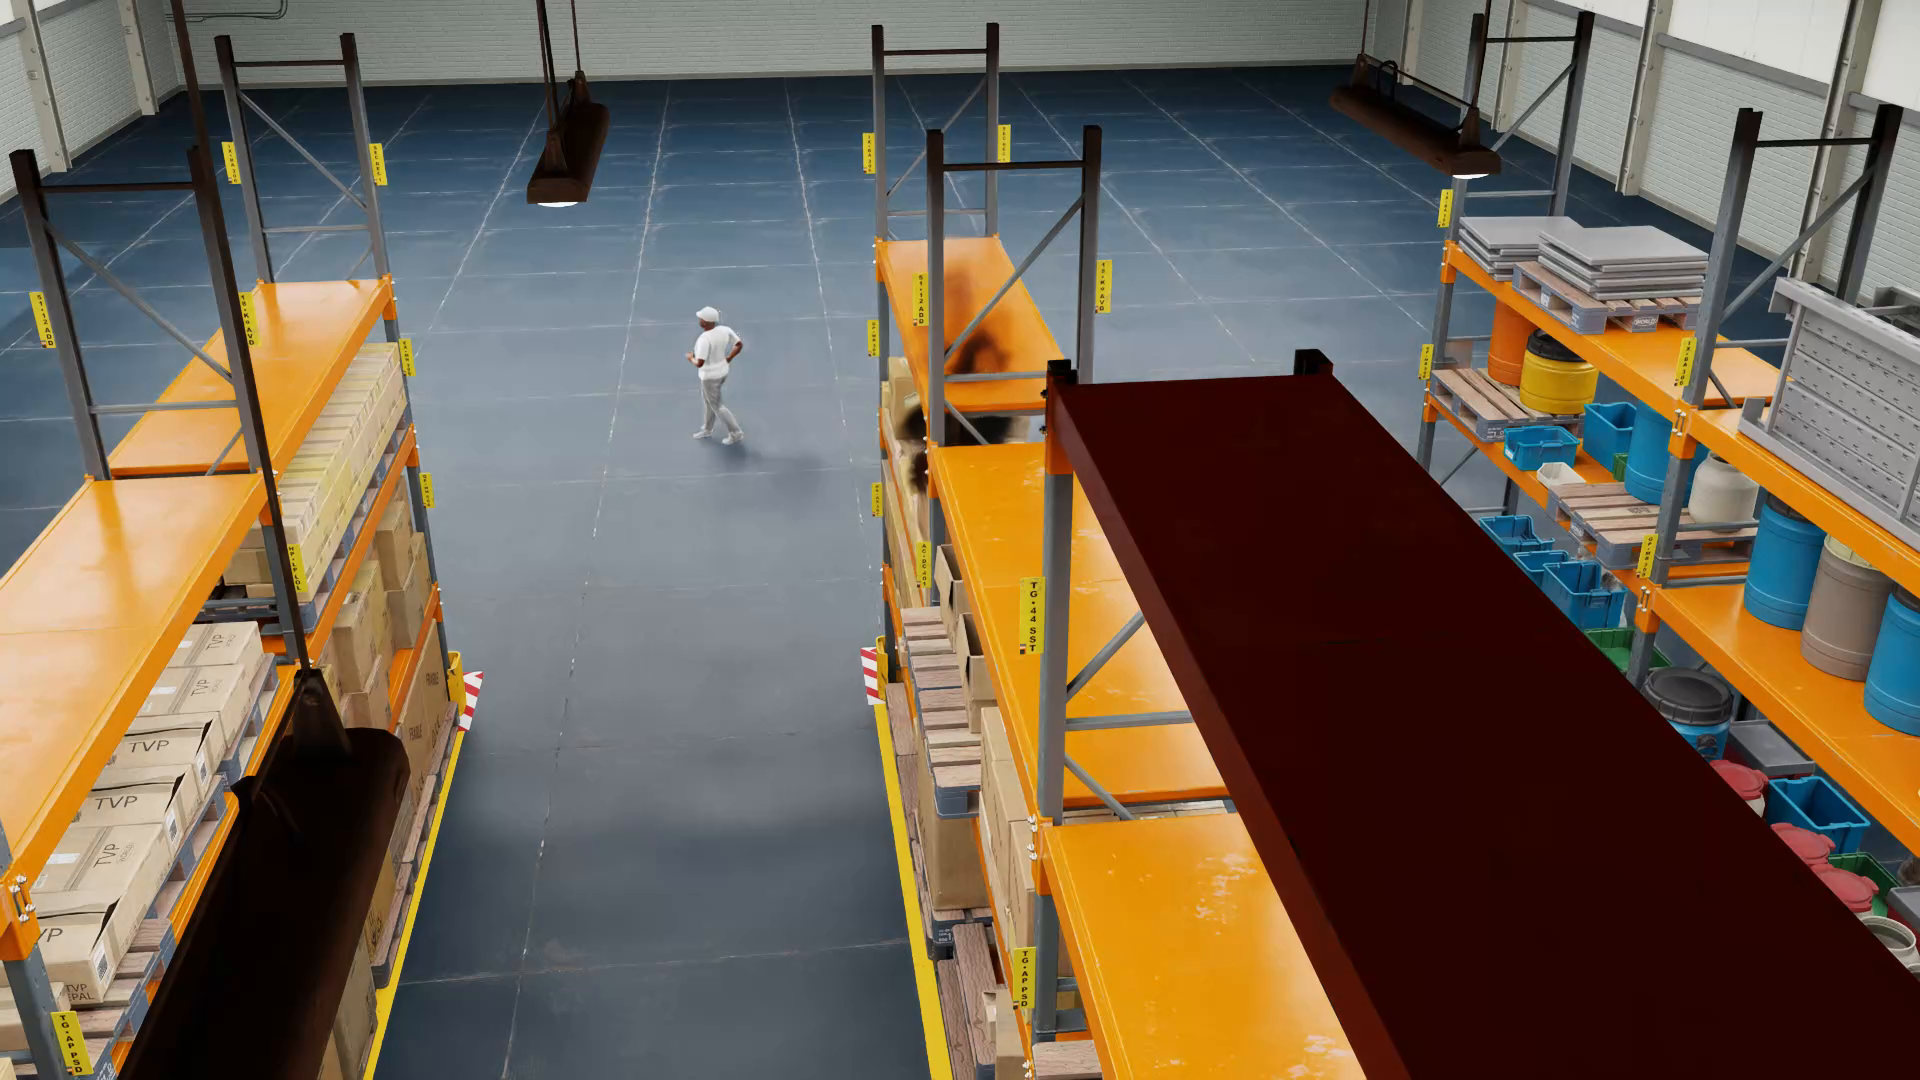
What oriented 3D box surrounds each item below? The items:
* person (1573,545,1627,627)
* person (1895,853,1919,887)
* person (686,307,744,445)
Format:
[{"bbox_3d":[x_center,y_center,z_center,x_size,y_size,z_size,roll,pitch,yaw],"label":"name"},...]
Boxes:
[{"bbox_3d":[6.264,0.121,16.259,0.774,1.715,0.559,-7,26,-15],"label":"person"},{"bbox_3d":[6.961,2.259,11.696,0.657,1.841,0.736,-3,26,-6],"label":"person"},{"bbox_3d":[-3.067,-2.026,20.668,0.827,1.793,0.687,10,27,21],"label":"person"}]
